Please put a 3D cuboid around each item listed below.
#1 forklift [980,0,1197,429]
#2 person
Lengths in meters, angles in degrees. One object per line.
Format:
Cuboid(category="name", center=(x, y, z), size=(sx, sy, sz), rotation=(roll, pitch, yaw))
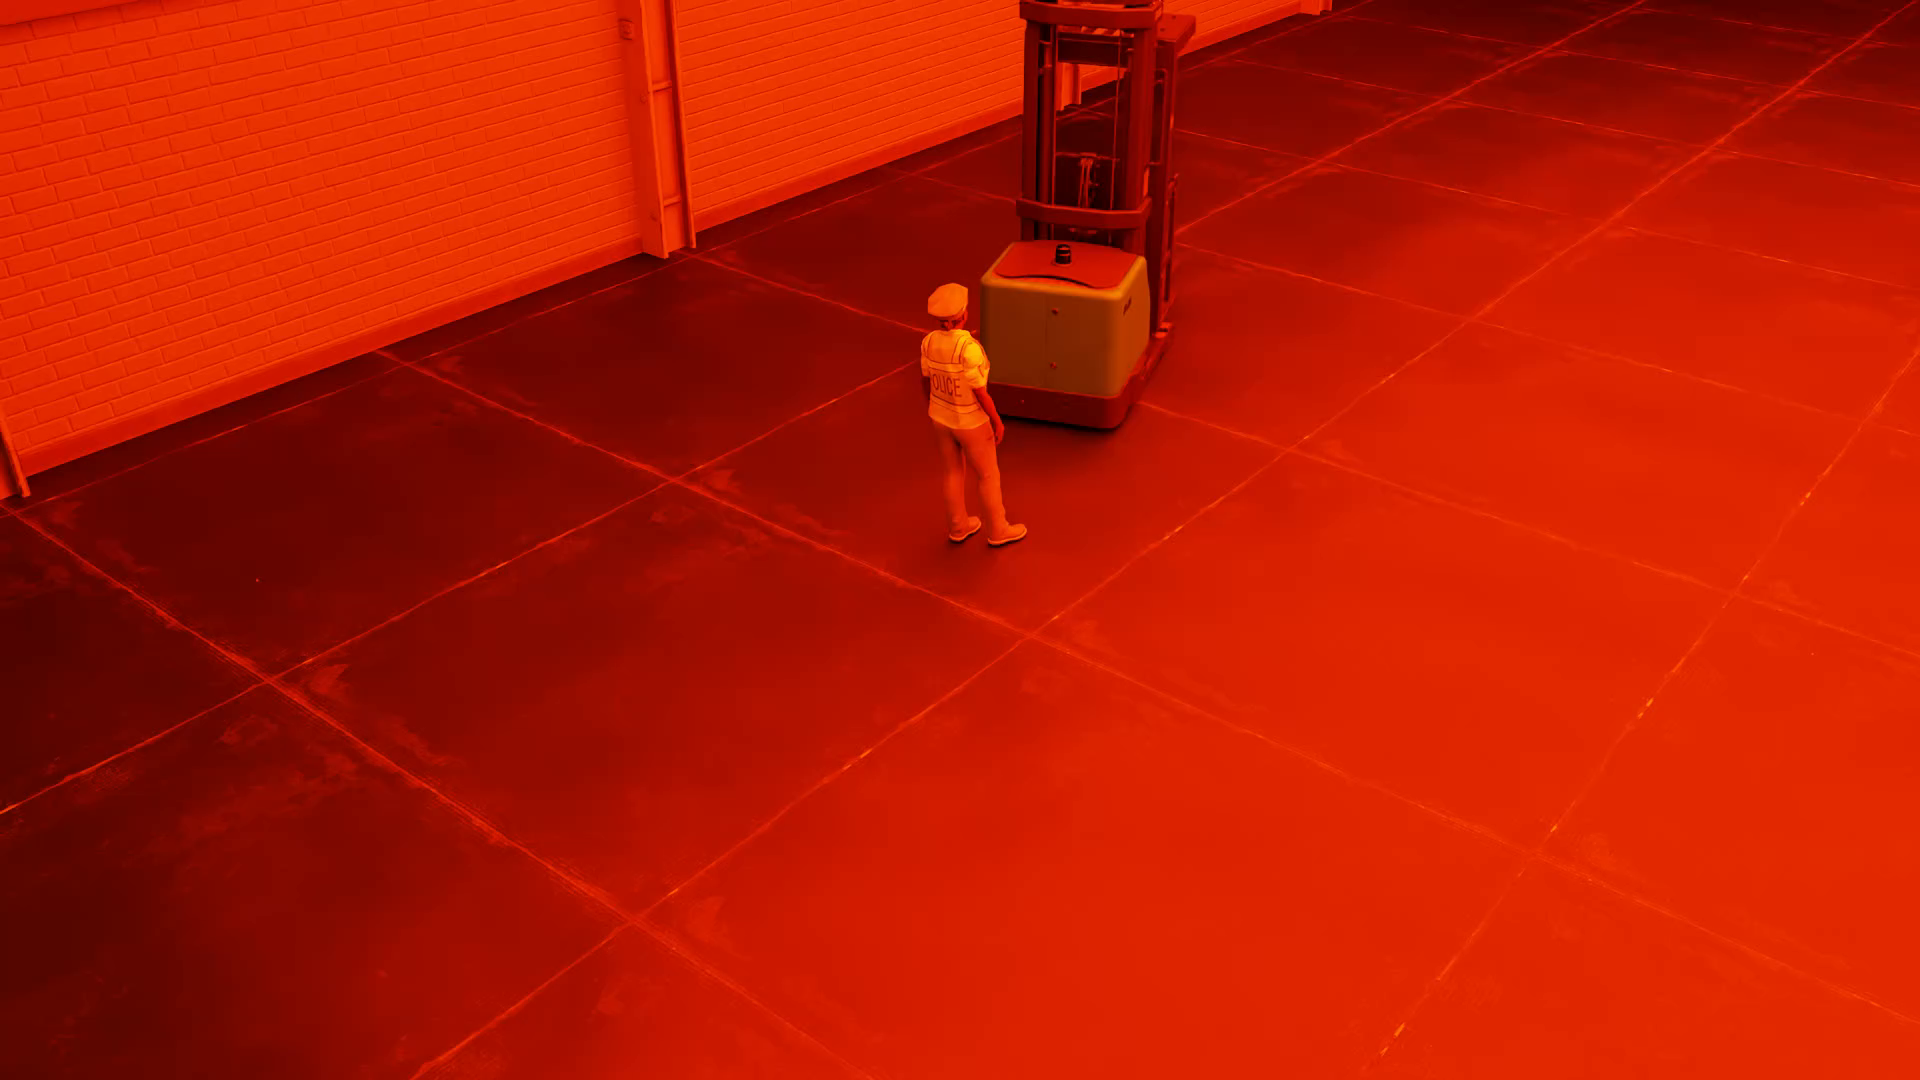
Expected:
Cuboid(category="forklift", center=(1.065, -2.779, 12.350), size=(1.130, 2.935, 3.031), rotation=(9, 32, 16))
Cuboid(category="person", center=(0.062, -0.761, 10.108), size=(0.570, 1.695, 0.530), rotation=(22, 37, 33))
